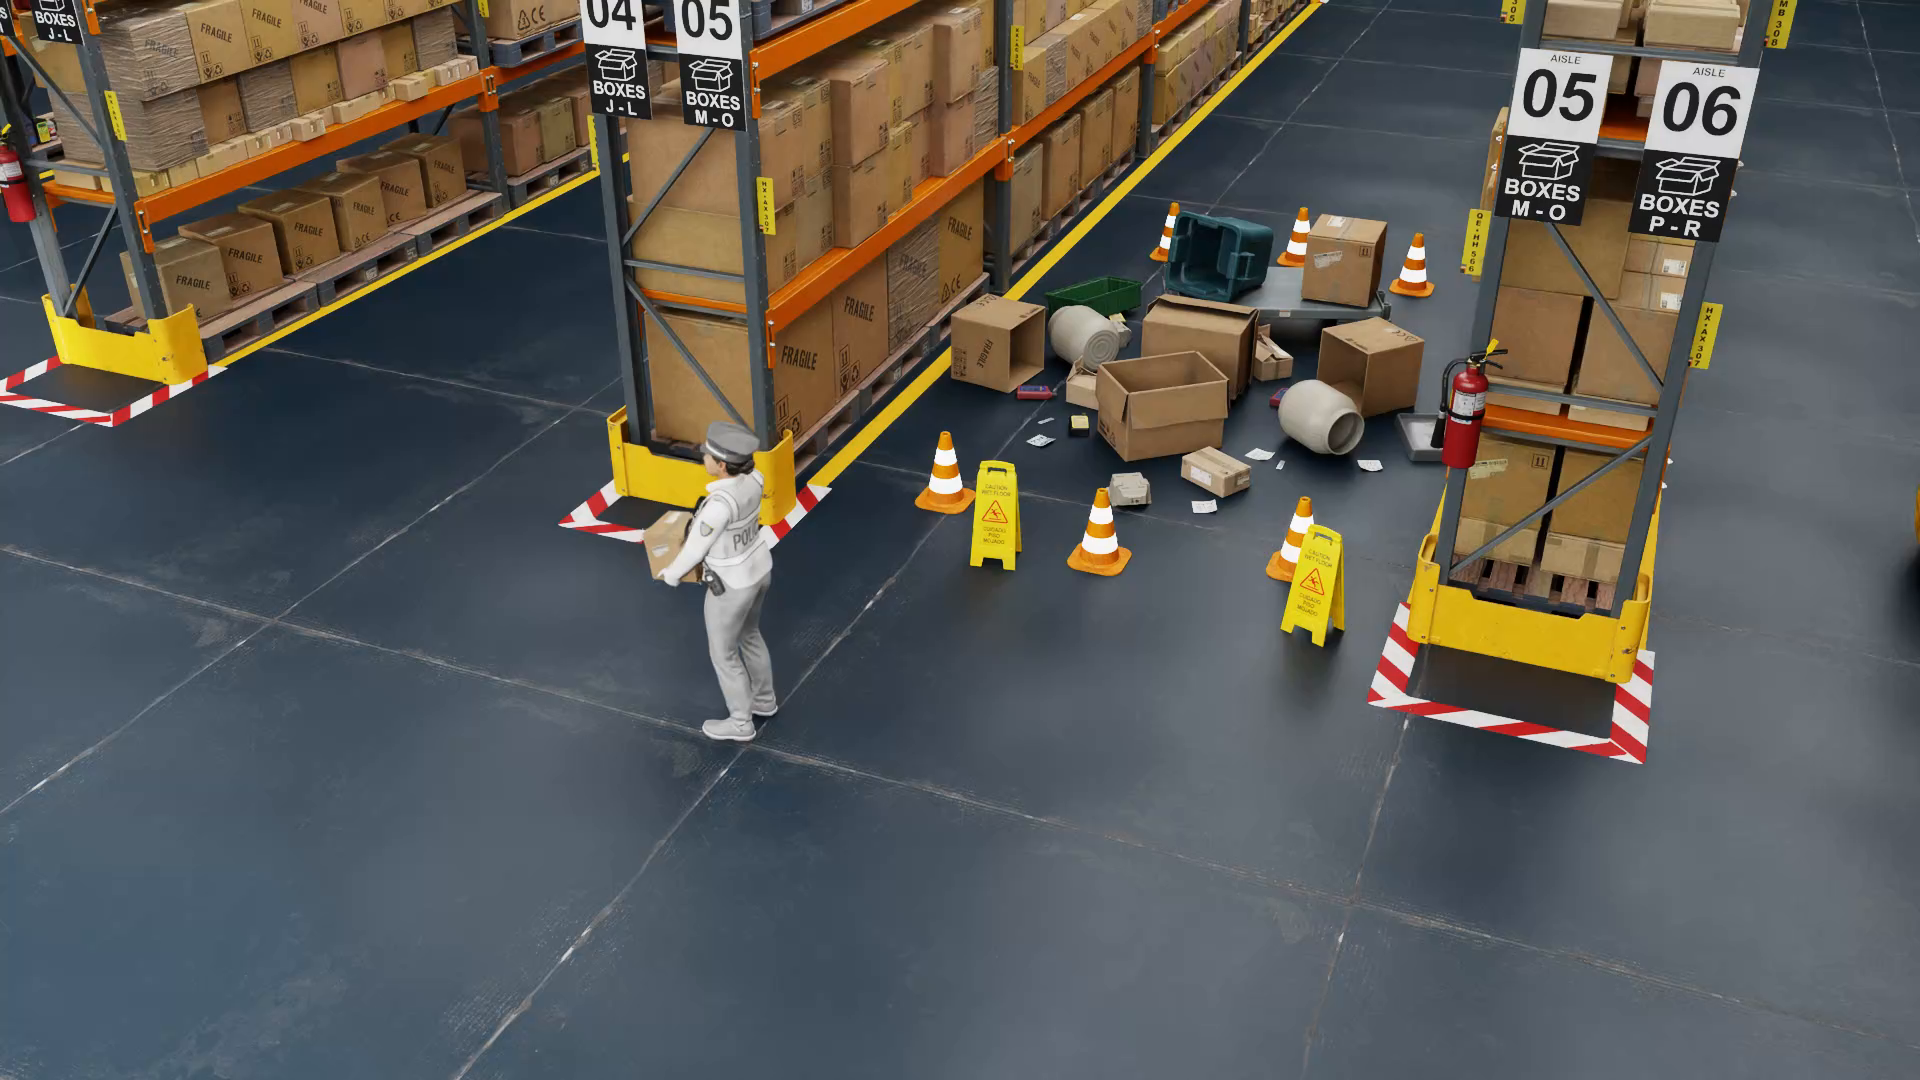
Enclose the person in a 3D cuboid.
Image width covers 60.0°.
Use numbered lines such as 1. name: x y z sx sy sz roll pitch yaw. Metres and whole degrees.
1. person: -1.171 0.184 8.050 0.515 1.691 0.434 11 32 18
